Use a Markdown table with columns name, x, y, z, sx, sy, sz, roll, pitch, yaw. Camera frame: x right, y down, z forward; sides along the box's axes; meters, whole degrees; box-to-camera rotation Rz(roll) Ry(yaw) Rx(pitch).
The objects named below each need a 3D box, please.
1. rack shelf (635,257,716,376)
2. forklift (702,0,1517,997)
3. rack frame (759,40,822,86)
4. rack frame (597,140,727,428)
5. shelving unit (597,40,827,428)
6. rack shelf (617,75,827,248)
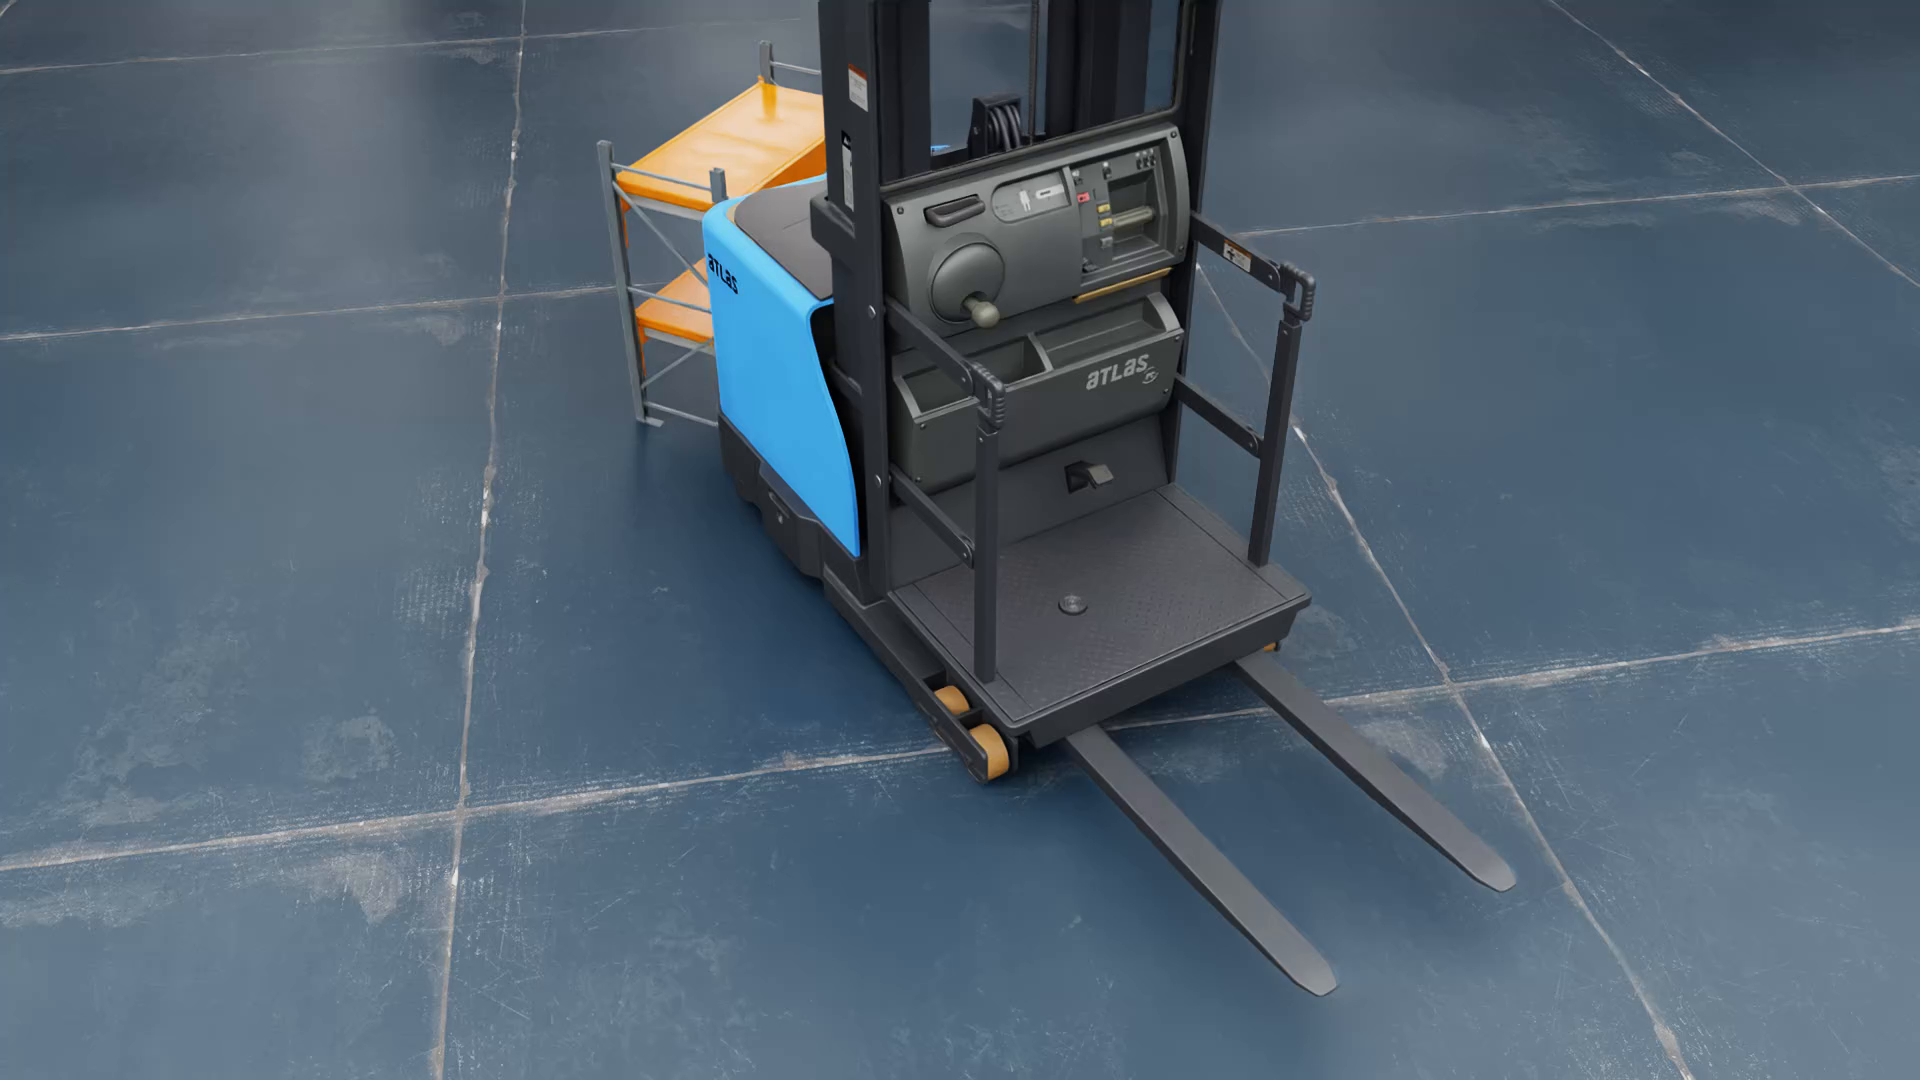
| name | x | y | z | sx | sy | sz | roll | pitch | yaw |
| --- | --- | --- | --- | --- | --- | --- | --- | --- | --- |
| rack shelf | -0.774 | -0.927 | 6.425 | 0.538 | 0.278 | 1.000 | 17 | 41 | 21 |
| forklift | 0.348 | -0.785 | 4.371 | 1.130 | 2.935 | 3.031 | -21 | 42 | -25 |
| rack frame | -0.542 | -1.398 | 6.632 | 0.500 | 1.125 | 0.032 | 17 | 41 | 21 |
| rack frame | -1.007 | -0.843 | 5.918 | 0.500 | 1.125 | 0.032 | 17 | 41 | 21 |
| shelving unit | -0.774 | -1.120 | 6.275 | 0.538 | 1.125 | 1.048 | 17 | 41 | 21 |
| rack shelf | -0.774 | -1.351 | 6.096 | 0.538 | 0.278 | 1.000 | 17 | 41 | 21 |
